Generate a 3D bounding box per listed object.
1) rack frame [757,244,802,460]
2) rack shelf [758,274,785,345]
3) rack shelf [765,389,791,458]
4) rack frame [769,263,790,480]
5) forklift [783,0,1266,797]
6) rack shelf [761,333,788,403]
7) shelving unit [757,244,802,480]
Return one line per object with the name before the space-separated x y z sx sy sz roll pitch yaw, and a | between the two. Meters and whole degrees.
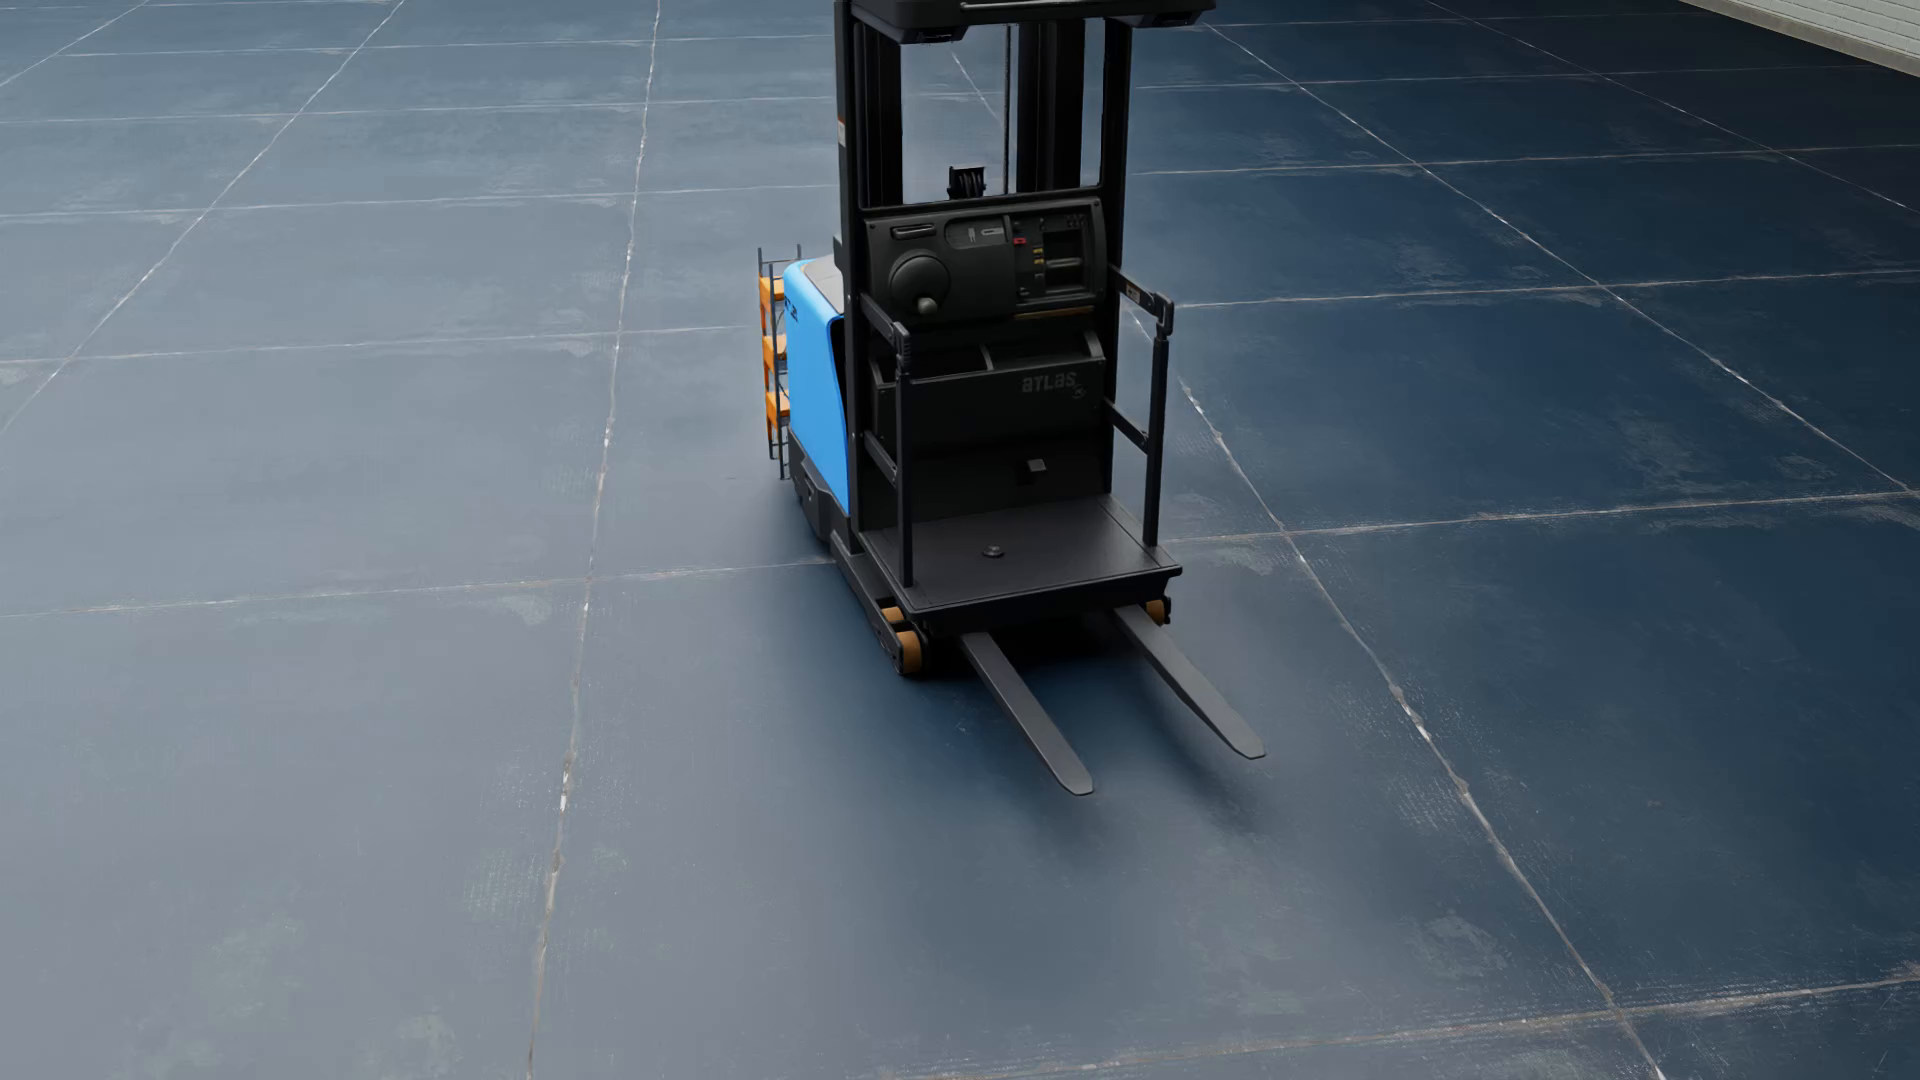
rack frame | -0.822 -0.869 7.794 0.200 1.050 0.008 -8 28 -16
rack shelf | -0.784 -1.059 7.566 0.215 0.259 0.240 -8 28 -16
rack shelf | -0.784 -0.559 7.822 0.215 0.259 0.240 -8 28 -16
rack frame | -0.747 -0.763 7.587 0.200 1.050 0.008 -8 28 -16
forklift | 0.179 -1.009 6.005 1.130 2.935 3.031 -9 29 -17
rack shelf | -0.784 -0.807 7.695 0.215 0.259 0.240 -8 28 -16
shelving unit | -0.784 -0.816 7.691 0.215 1.050 0.252 -8 28 -16
